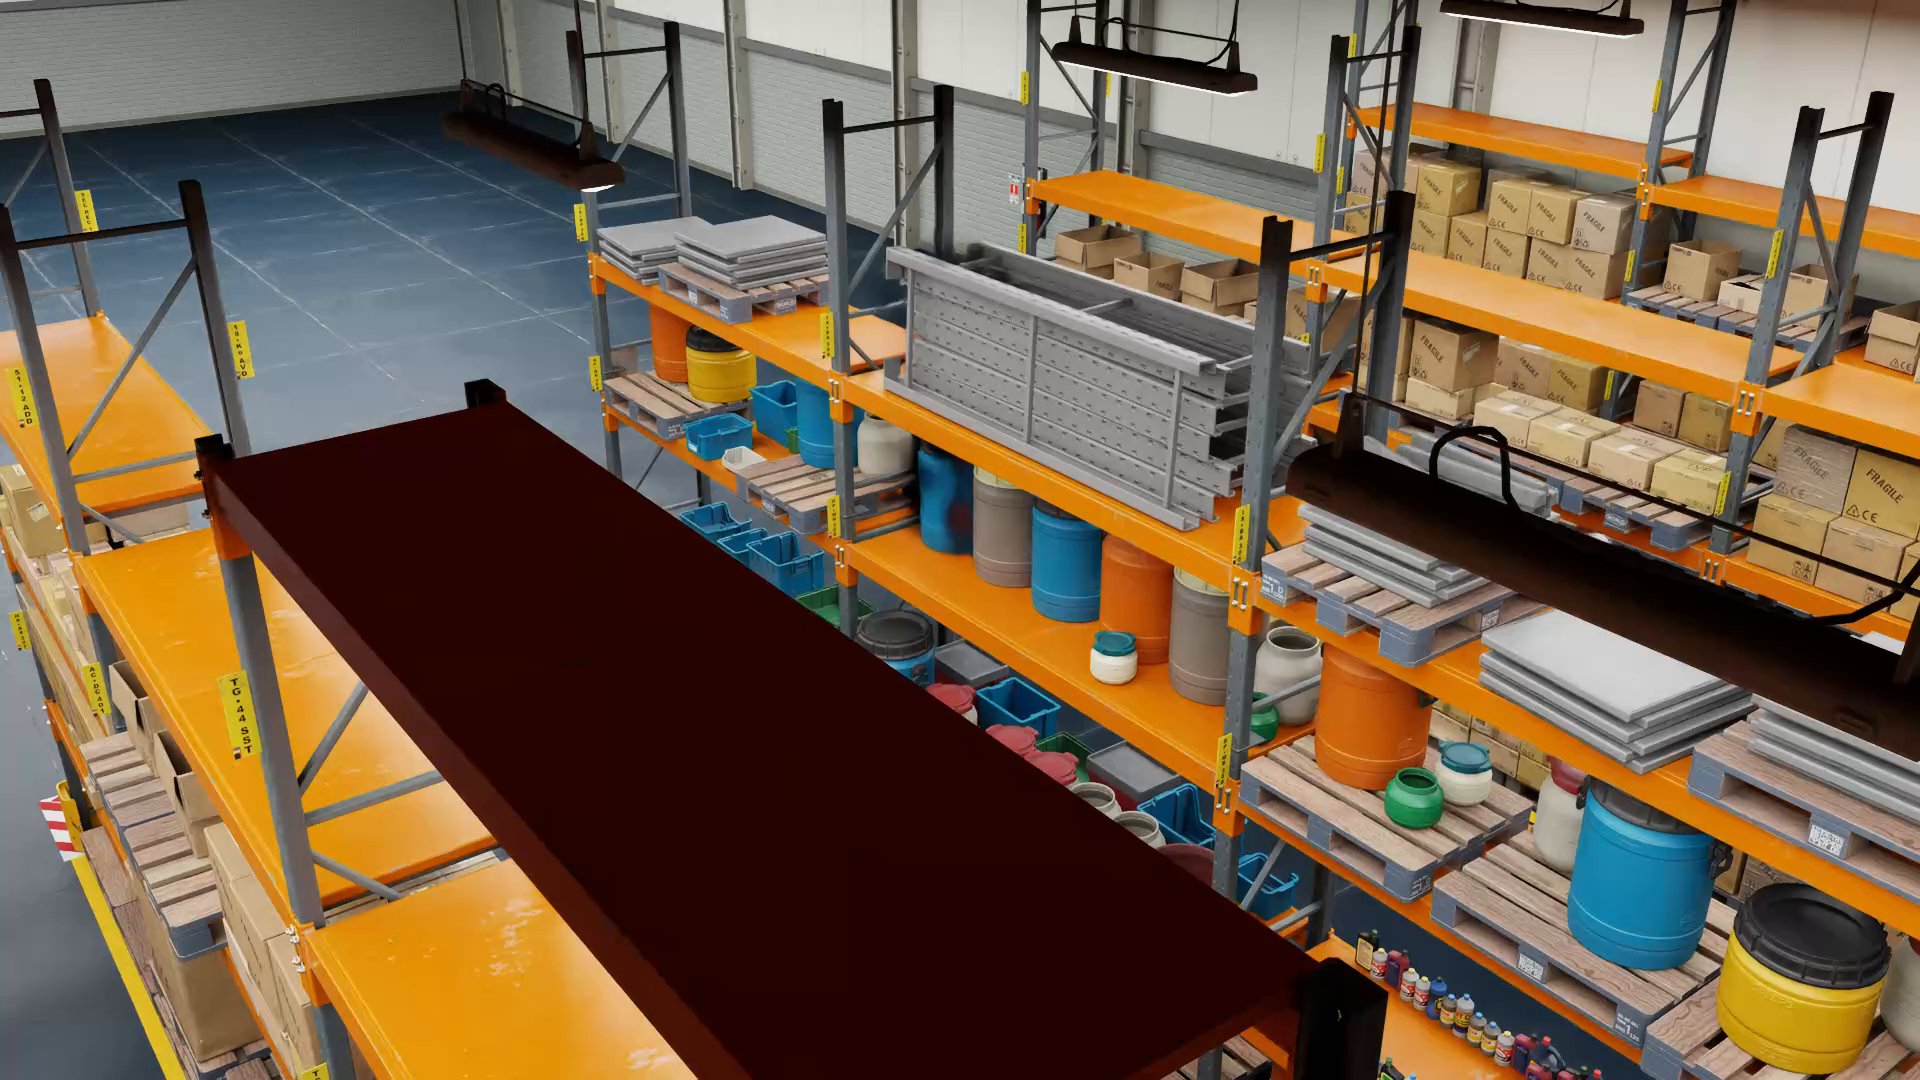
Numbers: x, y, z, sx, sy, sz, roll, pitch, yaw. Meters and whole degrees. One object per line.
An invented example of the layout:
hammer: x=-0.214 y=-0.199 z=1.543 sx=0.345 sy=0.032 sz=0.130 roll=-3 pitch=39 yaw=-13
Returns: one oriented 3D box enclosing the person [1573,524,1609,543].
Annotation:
person: x=5.973 y=0.511 z=15.887 sx=0.806 sy=1.679 sz=0.699 roll=16 pitch=29 yaw=32
